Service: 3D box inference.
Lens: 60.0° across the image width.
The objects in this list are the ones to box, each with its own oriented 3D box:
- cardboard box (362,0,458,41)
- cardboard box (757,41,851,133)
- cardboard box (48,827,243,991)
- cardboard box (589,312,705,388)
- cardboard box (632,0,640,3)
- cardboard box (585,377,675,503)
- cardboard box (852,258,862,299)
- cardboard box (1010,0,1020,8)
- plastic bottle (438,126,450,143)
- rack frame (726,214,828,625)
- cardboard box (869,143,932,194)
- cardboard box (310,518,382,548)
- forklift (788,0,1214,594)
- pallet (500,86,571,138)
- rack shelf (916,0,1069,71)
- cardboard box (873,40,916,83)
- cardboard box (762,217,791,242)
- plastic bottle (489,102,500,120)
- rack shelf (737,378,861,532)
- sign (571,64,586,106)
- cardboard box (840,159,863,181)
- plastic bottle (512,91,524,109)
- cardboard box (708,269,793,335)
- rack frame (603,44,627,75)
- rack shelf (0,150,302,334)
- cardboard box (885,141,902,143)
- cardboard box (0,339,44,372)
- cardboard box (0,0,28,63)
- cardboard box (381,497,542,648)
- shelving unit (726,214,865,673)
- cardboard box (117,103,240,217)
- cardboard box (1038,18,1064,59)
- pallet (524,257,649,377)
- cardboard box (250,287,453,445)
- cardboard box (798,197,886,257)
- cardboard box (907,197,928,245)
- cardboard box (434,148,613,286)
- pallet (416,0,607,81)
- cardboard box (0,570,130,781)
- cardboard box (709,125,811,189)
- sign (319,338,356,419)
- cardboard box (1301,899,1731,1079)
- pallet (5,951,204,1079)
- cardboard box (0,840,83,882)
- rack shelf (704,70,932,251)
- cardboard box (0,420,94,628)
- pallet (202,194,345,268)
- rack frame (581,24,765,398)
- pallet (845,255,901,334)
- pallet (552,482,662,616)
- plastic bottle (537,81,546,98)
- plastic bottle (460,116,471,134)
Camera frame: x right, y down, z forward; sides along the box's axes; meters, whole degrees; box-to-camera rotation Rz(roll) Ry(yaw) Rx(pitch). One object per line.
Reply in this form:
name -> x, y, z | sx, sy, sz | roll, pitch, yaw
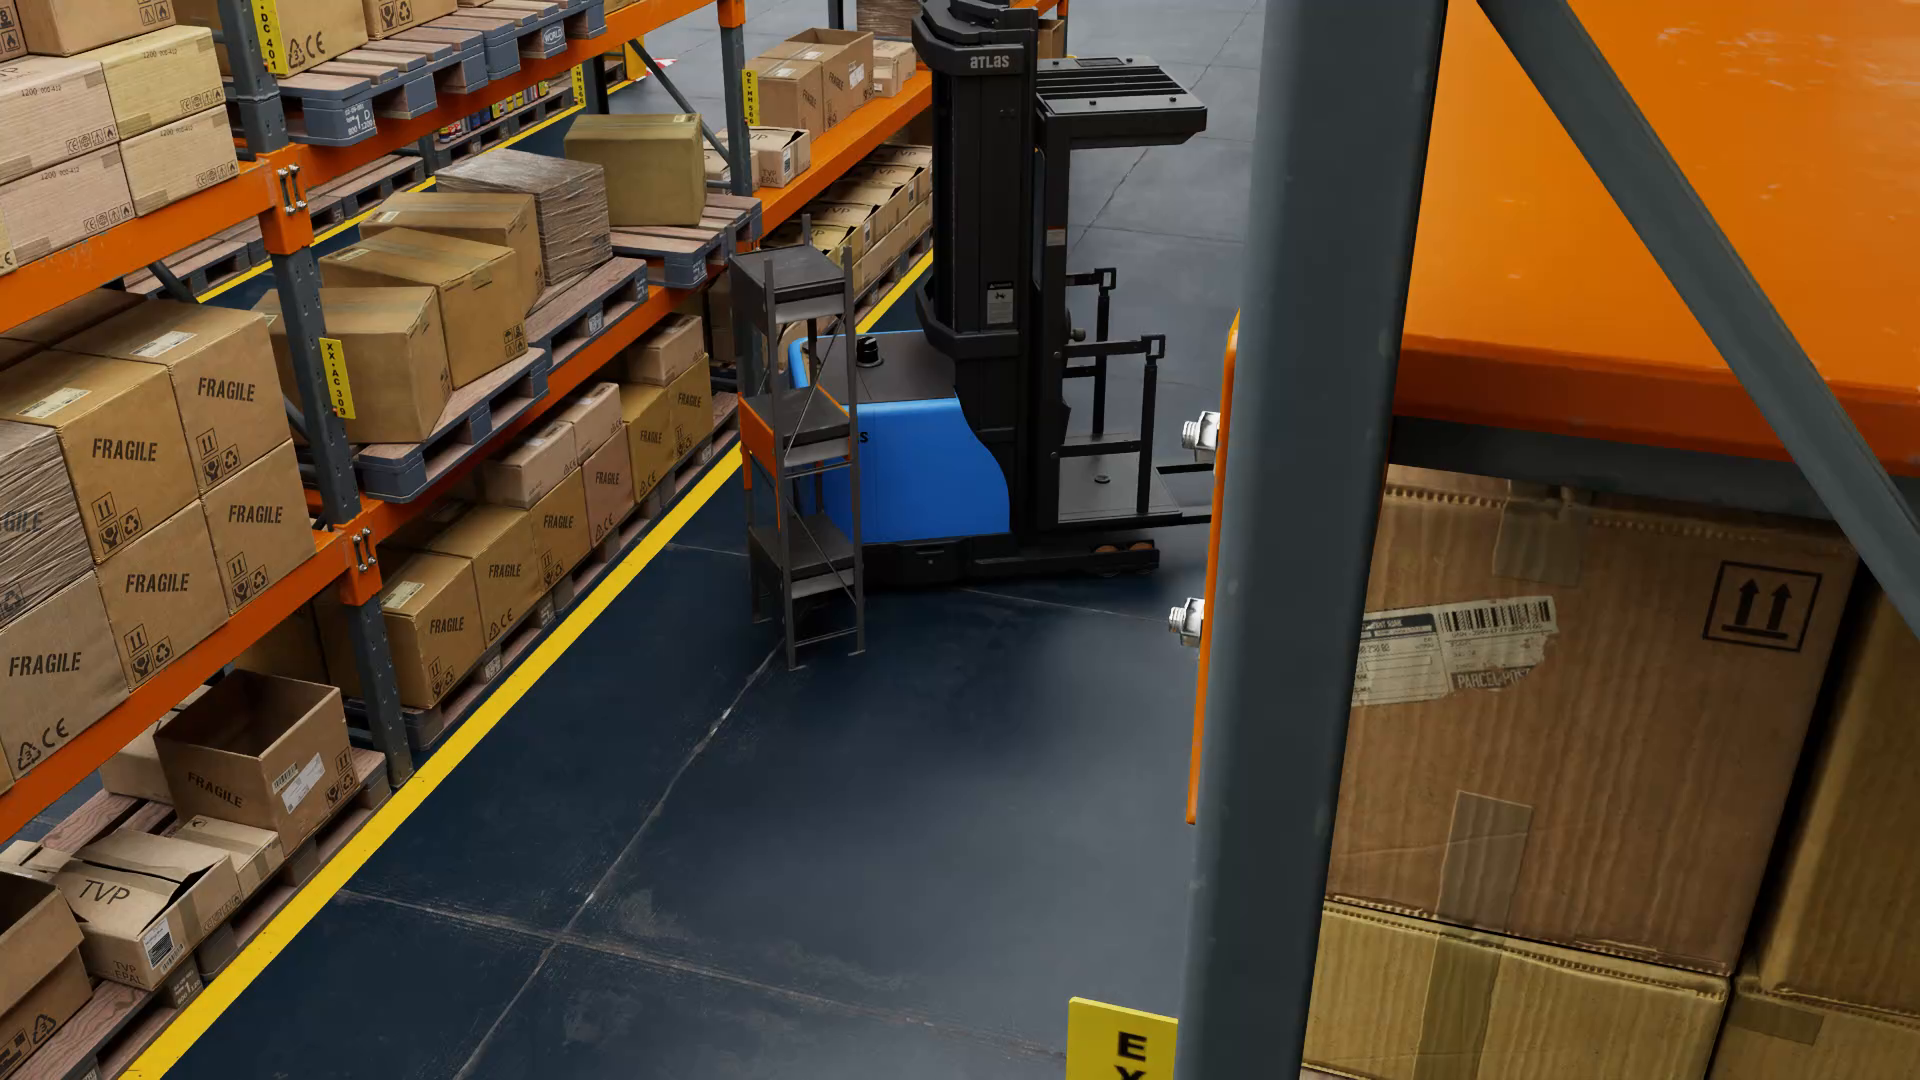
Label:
cardboard box -> -2.523, -2.434, 6.817 | 0.600, 0.600, 0.600 | 8, 30, 14
cardboard box -> -1.110, -3.244, 11.894 | 0.500, 0.500, 0.500 | 9, 30, 15
cardboard box -> -3.032, 1.322, 6.102 | 0.500, 0.311, 0.500 | 8, 30, 15
cardboard box -> -1.804, -1.107, 9.501 | 0.500, 0.250, 0.500 | 10, 31, 17
cardboard box -> -1.987, -3.084, 8.520 | 0.910, 0.500, 0.500 | 8, 30, 15
cardboard box -> -1.944, -0.565, 9.299 | 0.500, 0.500, 0.500 | 7, 30, 13
cardboard box -> -1.013, -1.833, 11.857 | 0.500, 0.250, 0.500 | 8, 30, 14
cardboard box -> 0.157, -5.246, 15.491 | 0.700, 0.500, 0.500 | 9, 30, 15
plastic bottle -> -4.789, -3.827, 15.398 | 0.097, 0.271, 0.097 | 0, 29, 0
rack frame -> -0.868, -0.531, 8.045 | 0.400, 2.100, 0.015 | -13, 32, -23
cardboard box -> -0.412, -3.031, 13.432 | 0.500, 0.311, 0.500 | 8, 30, 15
cardboard box -> -2.891, 0.086, 8.128 | 0.500, 0.500, 0.500 | 9, 30, 15
forklift -> 0.620, -1.331, 8.628 | 3.031, 2.935, 1.130 | -5, 29, -8
pallet -> -4.708, -4.398, 16.938 | 1.003, 0.211, 1.213 | 8, 30, 15
rack shelf -> 0.020, -4.648, 15.259 | 1.077, 0.370, 4.000 | 8, 30, 15
cardboard box -> -0.670, -3.732, 13.028 | 0.500, 0.250, 0.500 | 10, 31, 18
cardboard box -> -1.526, -2.156, 11.860 | 0.500, 0.311, 0.500 | 8, 30, 15
plastic bottle -> -4.524, -4.221, 16.094 | 0.061, 0.283, 0.133 | 10, 31, 17
rack shelf -> -0.761, -0.413, 7.860 | 0.431, 0.518, 0.480 | -13, 32, -23
sign -> -2.273, -2.758, 9.930 | 0.100, 0.325, 0.005 | 8, 30, 15
cardboard box -> -1.079, -2.871, 13.146 | 0.500, 0.311, 0.500 | 8, 30, 14
plastic bottle -> -4.433, -4.464, 16.461 | 0.144, 0.351, 0.185 | 10, 31, 17
cardboard box -> -1.307, -1.602, 10.864 | 0.500, 0.311, 0.500 | 10, 30, 17
rack frame -> -4.127, -6.600, 18.029 | 1.000, 3.000, 0.127 | 8, 30, 15
rack shelf -> -3.502, -0.382, 4.506 | 1.077, 0.370, 4.000 | 8, 30, 15
cardboard box -> -0.484, -3.492, 14.839 | 0.500, 0.250, 0.500 | 8, 30, 15
cardboard box -> -3.474, -0.377, 5.711 | 0.500, 0.500, 0.500 | 8, 30, 13
cardboard box -> -3.304, -1.663, 4.937 | 0.700, 0.500, 0.500 | 8, 30, 15
cardboard box -> -2.395, 0.146, 8.021 | 0.500, 0.500, 0.500 | 9, 30, 16
shelving unit -> -0.761, -0.424, 7.853 | 0.431, 2.100, 0.503 | -13, 32, -23
cardboard box -> -2.804, -1.296, 5.563 | 0.500, 0.250, 0.500 | 8, 30, 15
cardboard box -> 0.734, -4.910, 16.615 | 0.500, 0.500, 0.500 | 8, 30, 15
pallet -> -2.308, -1.186, 8.493 | 1.003, 0.211, 1.213 | 8, 30, 15
cardboard box -> -2.562, -0.730, 6.943 | 0.700, 0.500, 0.500 | -1, 29, -2
cardboard box -> -0.858, -2.323, 12.160 | 0.500, 0.311, 0.500 | 8, 30, 14
cardboard box -> -0.562, -2.546, 13.137 | 0.500, 0.250, 0.500 | 8, 30, 14
cardboard box -> -2.269, -1.695, 8.676 | 0.700, 0.500, 0.500 | 14, 32, 24
pallet -> -2.355, -2.319, 7.441 | 1.213, 0.211, 1.003 | 8, 30, 15
cardboard box -> -3.115, 0.389, 5.362 | 0.500, 0.500, 0.500 | 9, 30, 16
cardboard box -> -1.294, -2.523, 10.791 | 0.500, 0.311, 0.500 | 8, 30, 14
sign -> -2.394, -0.619, 6.387 | 0.100, 0.325, 0.005 | 8, 30, 15
cardboard box -> 0.608, 0.398, 1.982 | 0.500, 0.250, 0.500 | 9, 30, 16
pallet -> -3.474, 1.792, 5.813 | 1.003, 0.211, 1.213 | 8, 30, 15
cardboard box -> -3.490, 1.299, 6.292 | 0.380, 0.166, 0.250 | 8, 30, 15
rack shelf -> -1.154, -2.789, 11.918 | 1.077, 0.370, 4.000 | 8, 30, 15
cardboard box -> -3.112, -0.051, 5.125 | 0.500, 0.500, 0.500 | 9, 30, 15
pallet -> -5.851, -2.583, 13.677 | 1.003, 0.211, 1.213 | 8, 30, 15
rack frame -> -1.741, -2.174, 10.072 | 1.000, 3.000, 0.127 | 8, 30, 15
pallet -> -1.102, -1.897, 12.444 | 1.003, 0.211, 1.213 | 8, 30, 15
pallet -> -2.357, -0.049, 9.120 | 1.003, 0.211, 1.213 | 8, 30, 15
plastic bottle -> -4.264, -4.632, 16.833 | 0.061, 0.283, 0.133 | 9, 30, 16
plastic bottle -> -4.720, -3.983, 15.674 | 0.152, 0.276, 0.135 | 10, 30, 17
